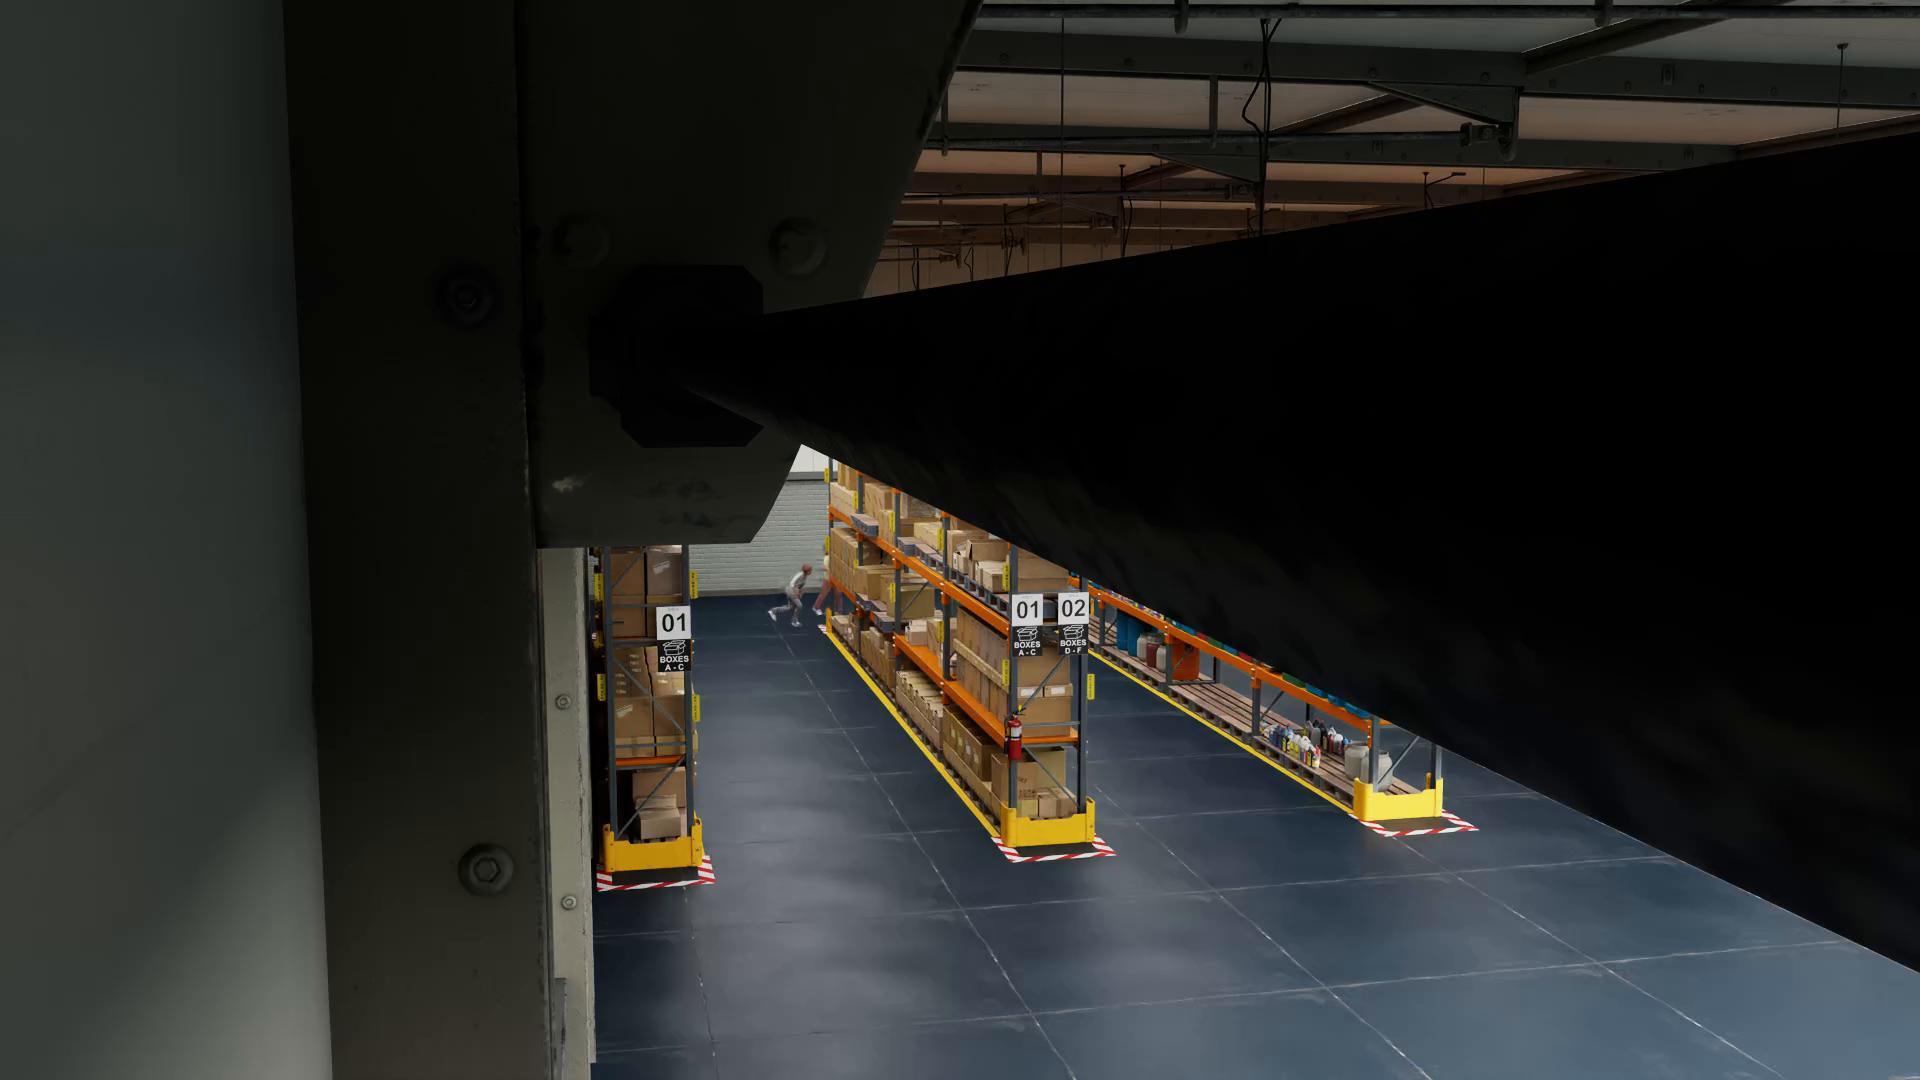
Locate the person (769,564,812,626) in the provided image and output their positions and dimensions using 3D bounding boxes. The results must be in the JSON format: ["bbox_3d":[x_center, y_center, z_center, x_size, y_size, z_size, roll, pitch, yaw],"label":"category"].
[{"bbox_3d":[-3.797,1.230,37.269,0.980,1.413,0.533,1,7,6],"label":"person"}]

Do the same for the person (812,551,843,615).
[{"bbox_3d":[-3.032,0.945,38.328,0.837,1.718,0.558,4,8,28],"label":"person"}]

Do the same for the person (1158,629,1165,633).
[{"bbox_3d":[4.465,1.351,35.679,0.609,1.567,0.928,-3,8,-27],"label":"person"}]
